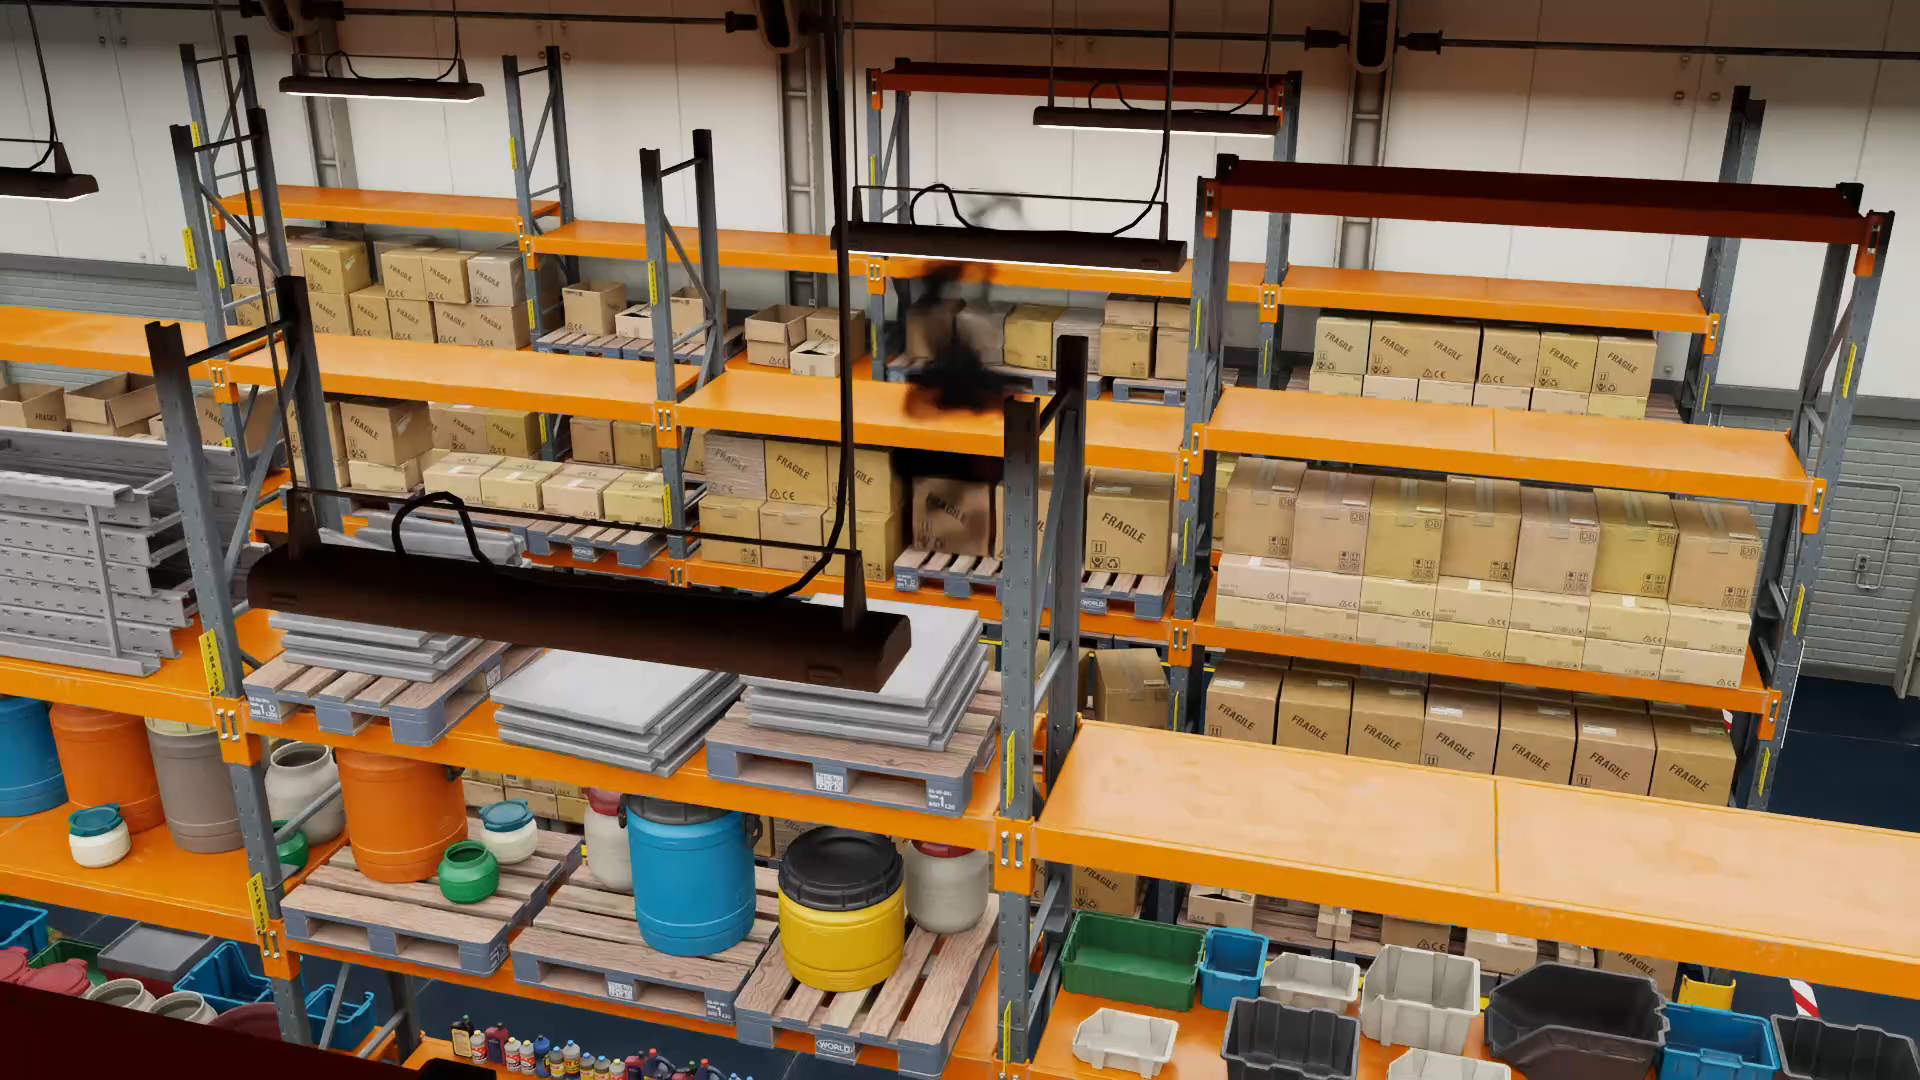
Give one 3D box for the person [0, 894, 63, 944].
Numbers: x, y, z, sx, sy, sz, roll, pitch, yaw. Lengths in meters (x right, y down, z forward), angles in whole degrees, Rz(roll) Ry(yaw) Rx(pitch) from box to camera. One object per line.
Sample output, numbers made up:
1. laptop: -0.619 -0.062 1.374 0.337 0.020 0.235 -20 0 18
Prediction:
1. person: -7.279 2.446 12.583 0.941 1.788 0.656 5 23 12
